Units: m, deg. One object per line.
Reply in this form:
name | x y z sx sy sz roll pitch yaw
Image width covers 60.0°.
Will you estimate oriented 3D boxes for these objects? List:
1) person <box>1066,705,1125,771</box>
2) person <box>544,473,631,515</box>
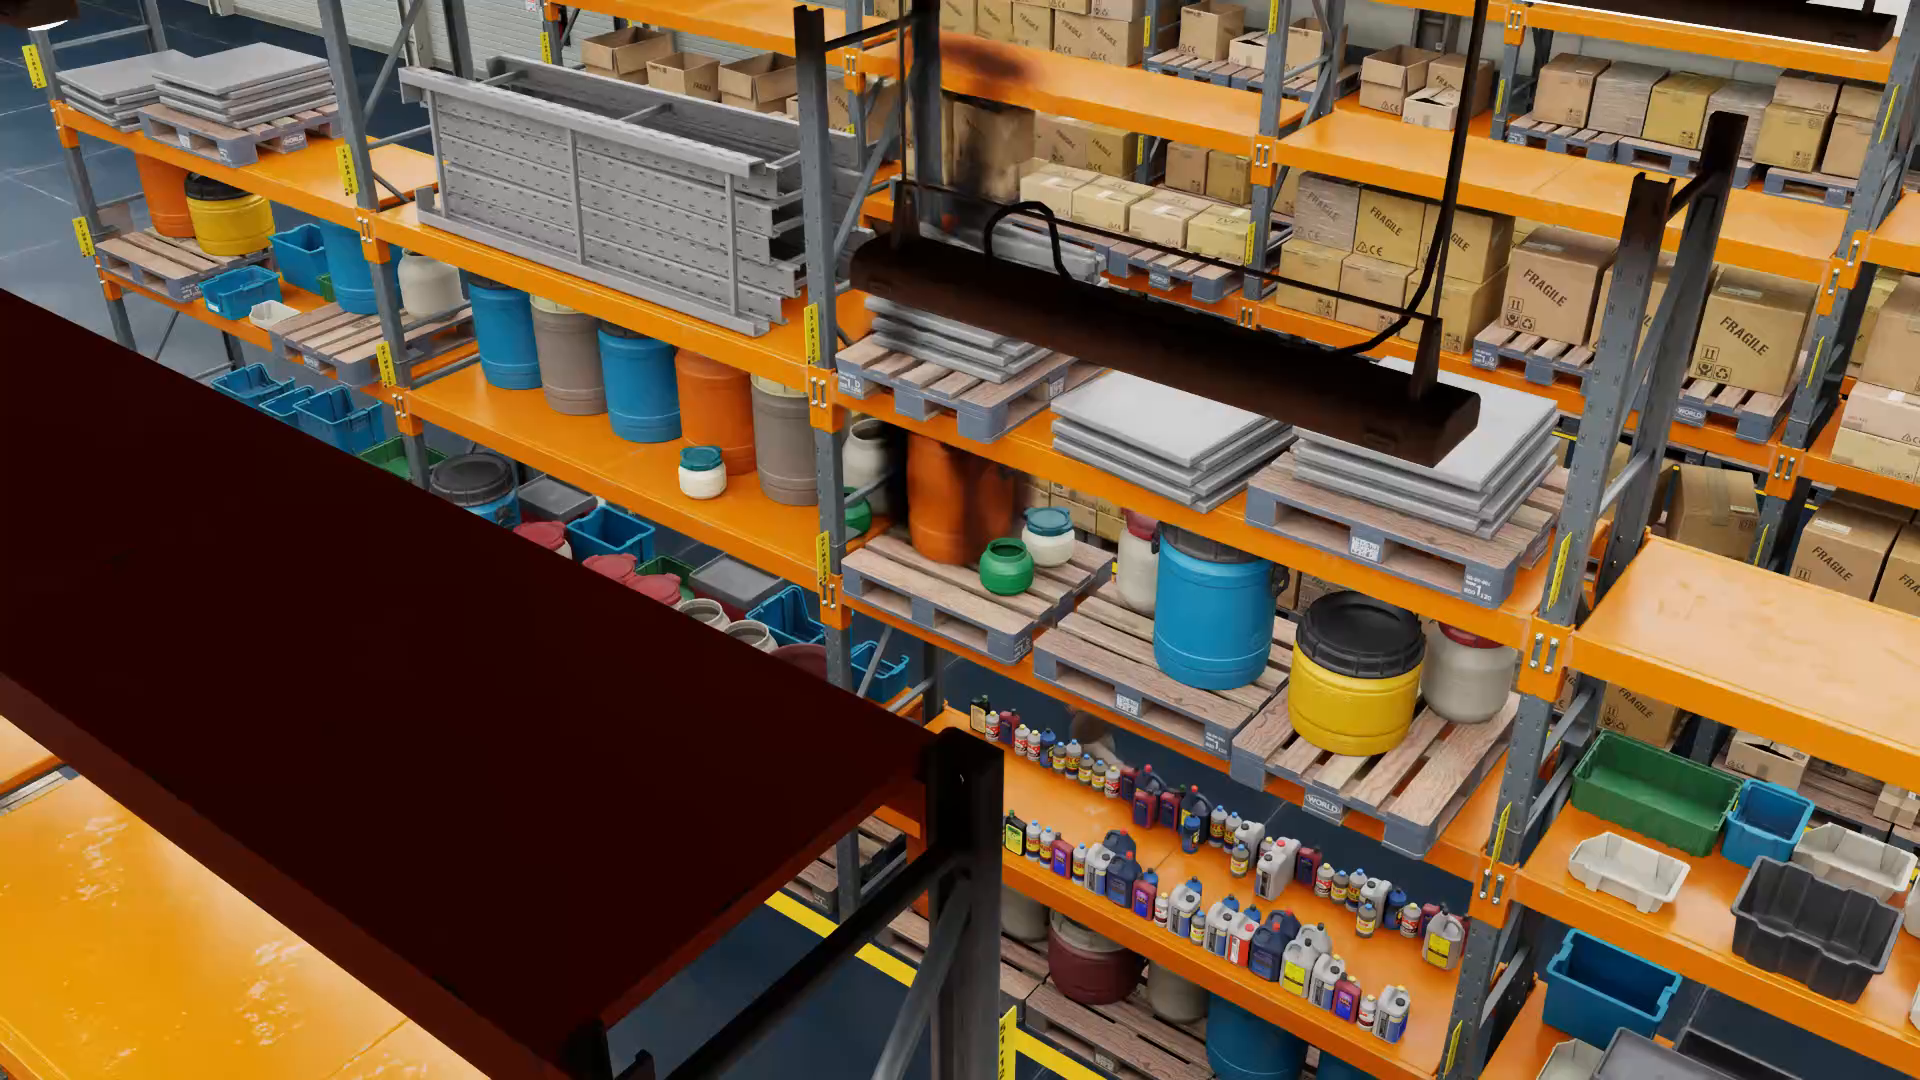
person | 1.066 1.160 11.790 0.578 1.688 0.665 26 40 36
person | -3.182 -0.271 14.162 0.687 1.654 0.576 -12 34 -19
